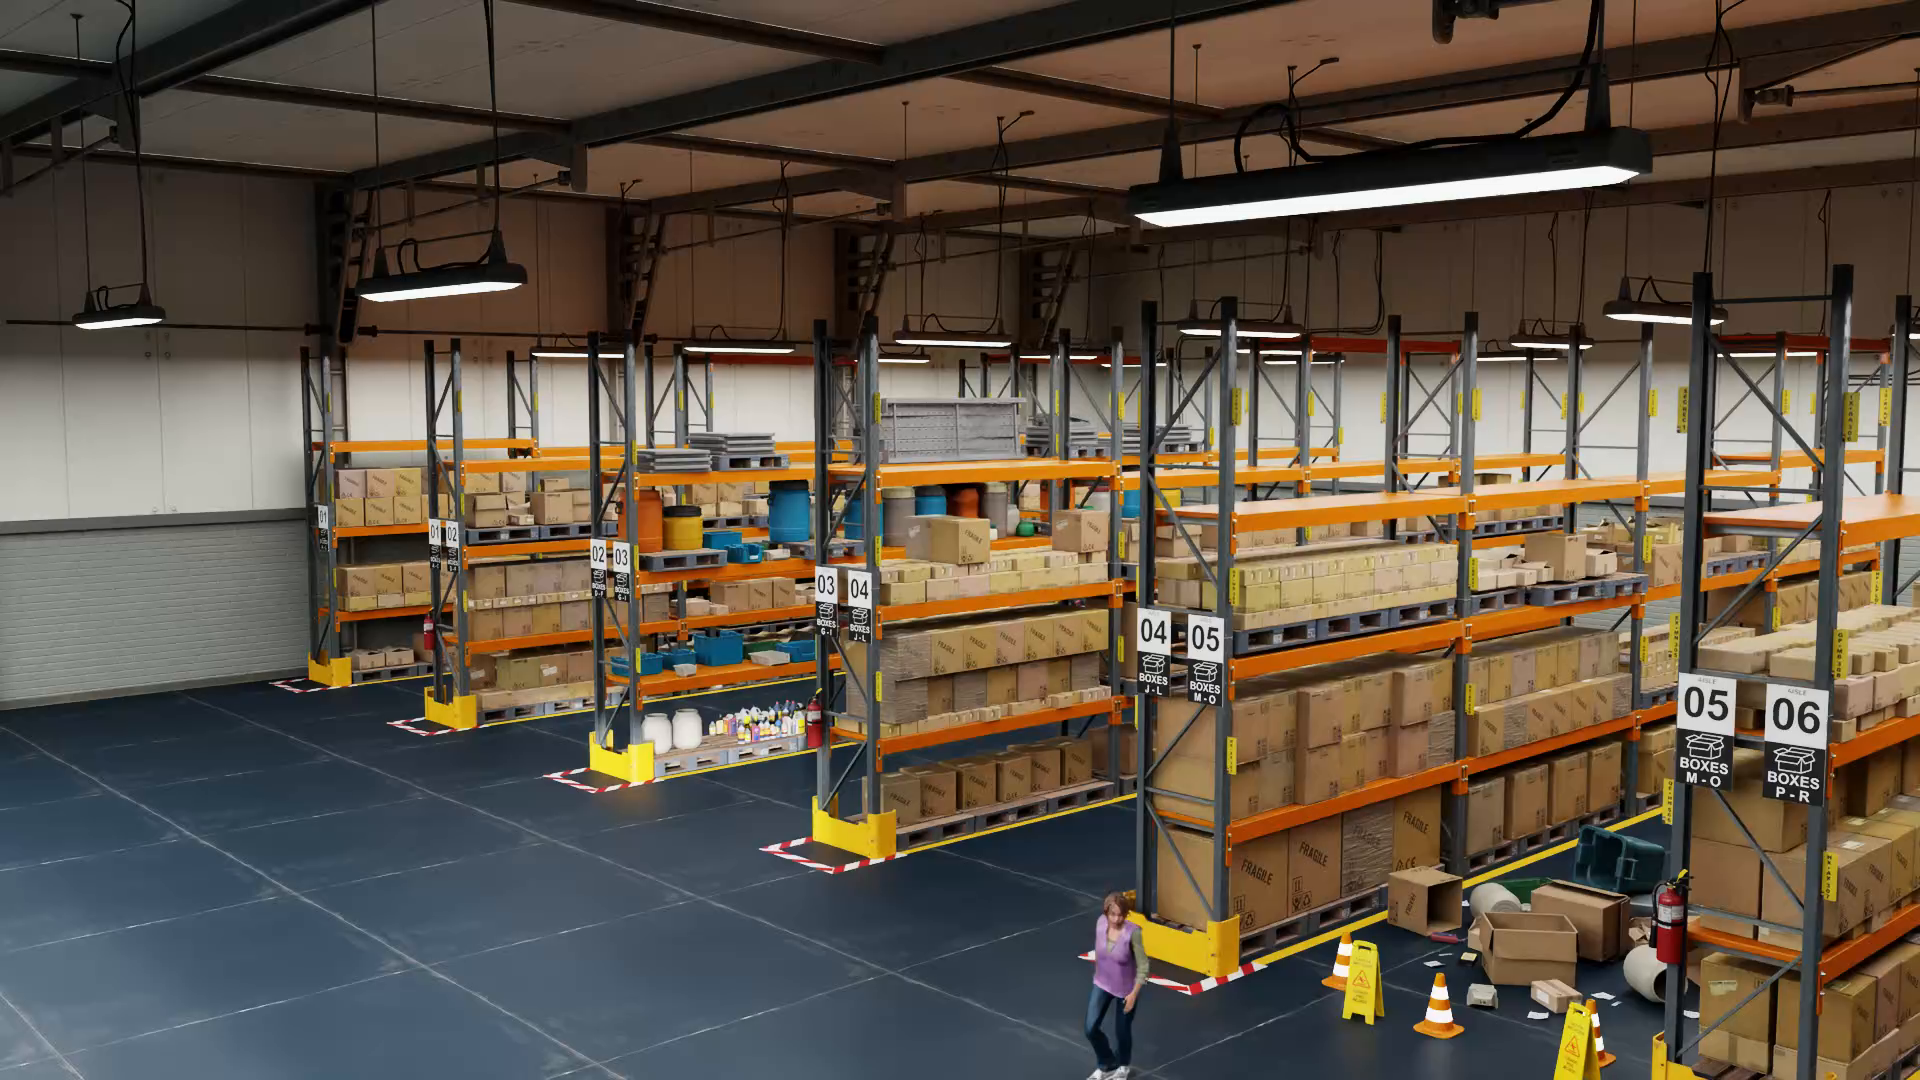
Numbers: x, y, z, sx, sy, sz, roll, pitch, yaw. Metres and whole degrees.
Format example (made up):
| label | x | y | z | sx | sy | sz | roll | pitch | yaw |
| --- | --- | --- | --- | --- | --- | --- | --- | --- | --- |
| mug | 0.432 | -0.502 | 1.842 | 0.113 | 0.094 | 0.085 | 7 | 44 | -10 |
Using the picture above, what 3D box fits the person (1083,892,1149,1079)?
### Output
| label | x | y | z | sx | sy | sz | roll | pitch | yaw |
| --- | --- | --- | --- | --- | --- | --- | --- | --- | --- |
| person | 1.178 | 3.309 | 12.249 | 0.504 | 1.535 | 0.729 | 2 | 5 | 22 |
